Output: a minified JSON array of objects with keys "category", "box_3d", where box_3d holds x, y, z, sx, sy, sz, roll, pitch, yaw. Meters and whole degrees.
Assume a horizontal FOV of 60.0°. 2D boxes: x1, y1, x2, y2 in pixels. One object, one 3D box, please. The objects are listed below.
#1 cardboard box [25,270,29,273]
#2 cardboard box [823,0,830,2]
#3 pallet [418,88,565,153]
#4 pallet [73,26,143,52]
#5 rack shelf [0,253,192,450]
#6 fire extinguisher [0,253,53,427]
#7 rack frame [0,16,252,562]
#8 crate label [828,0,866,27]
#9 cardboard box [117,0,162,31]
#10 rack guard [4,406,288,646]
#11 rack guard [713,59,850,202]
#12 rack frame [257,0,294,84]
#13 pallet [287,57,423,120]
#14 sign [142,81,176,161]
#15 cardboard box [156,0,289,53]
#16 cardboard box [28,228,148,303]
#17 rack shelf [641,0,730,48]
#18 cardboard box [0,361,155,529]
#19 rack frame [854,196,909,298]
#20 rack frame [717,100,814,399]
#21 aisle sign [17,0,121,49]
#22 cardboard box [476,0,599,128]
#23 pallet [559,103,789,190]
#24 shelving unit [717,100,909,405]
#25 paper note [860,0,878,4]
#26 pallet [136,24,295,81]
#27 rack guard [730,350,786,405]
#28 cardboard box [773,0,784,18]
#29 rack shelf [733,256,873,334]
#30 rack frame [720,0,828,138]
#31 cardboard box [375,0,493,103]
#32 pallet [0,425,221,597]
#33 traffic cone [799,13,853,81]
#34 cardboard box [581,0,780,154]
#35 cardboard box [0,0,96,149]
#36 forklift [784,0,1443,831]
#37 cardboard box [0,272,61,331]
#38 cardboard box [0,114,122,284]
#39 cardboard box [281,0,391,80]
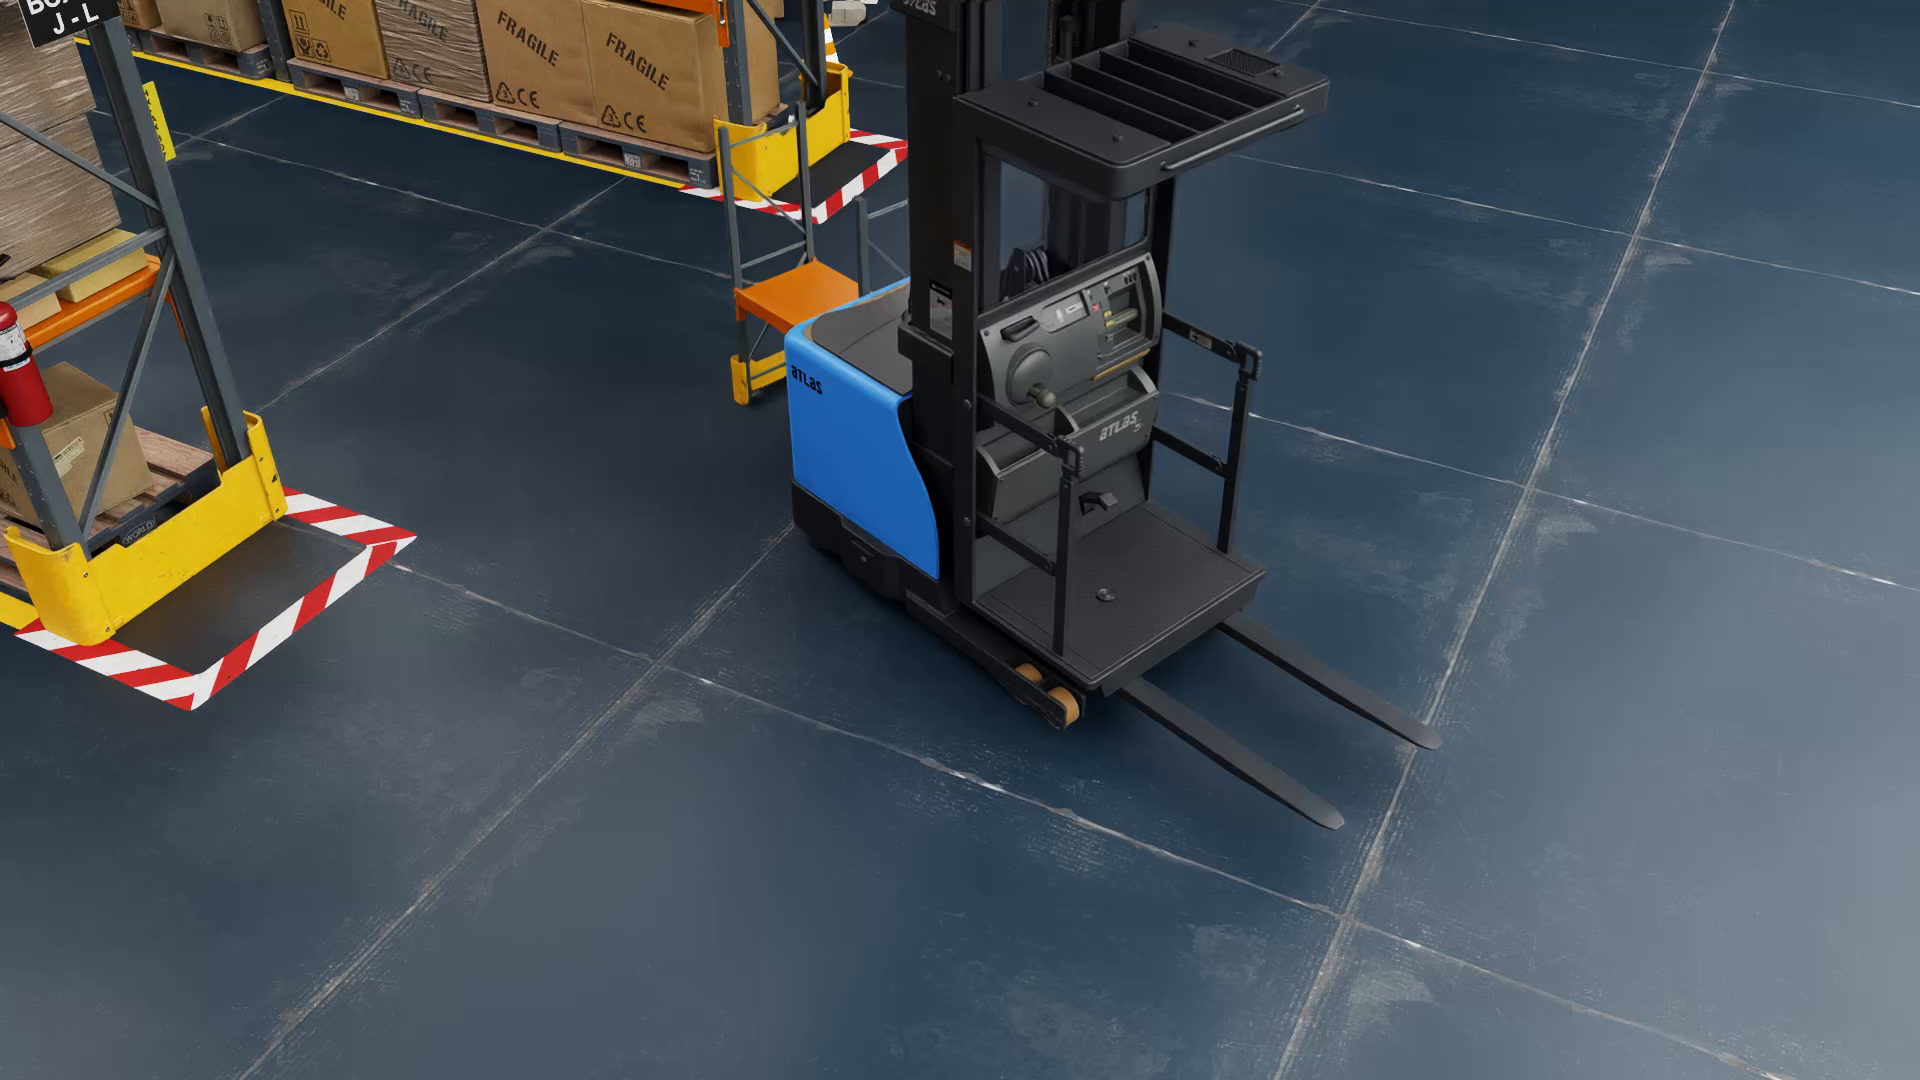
[{"category":"cardboard box","box_3d":[-3.897,-1.252,7.126,0.250,0.149,0.380,17,41,21]},{"category":"cardboard box","box_3d":[-1.075,-4.530,13.594,0.380,0.149,0.250,-21,42,-25]},{"category":"pallet","box_3d":[-2.995,-3.109,11.672,1.213,0.211,1.003,17,41,21]},{"category":"pallet","box_3d":[-6.529,-4.214,13.127,1.213,0.211,1.003,17,41,21]},{"category":"rack shelf","box_3d":[-5.316,-1.335,7.622,4.000,0.370,1.077,17,41,21]},{"category":"fire extinguisher","box_3d":[-3.650,-0.755,6.328,0.183,0.674,0.296,17,41,21]},{"category":"rack frame","box_3d":[-3.540,-1.065,6.672,0.127,3.000,1.000,17,41,21]},{"category":"crate label","box_3d":[-0.893,-4.167,13.126,0.298,0.136,0.250,-2,37,-2]},{"category":"cardboard box","box_3d":[-6.169,-4.478,12.681,0.750,0.750,1.050,17,41,21]},{"category":"rack guard","box_3d":[-3.608,-0.090,7.456,0.348,0.500,1.175,17,41,21]},{"category":"rack guard","box_3d":[-1.148,-2.698,10.890,0.348,0.500,1.175,17,41,21]},{"category":"rack frame","box_3d":[-4.721,-4.812,11.608,0.127,3.000,1.000,17,41,21]},{"category":"pallet","box_3d":[-4.082,-3.448,12.118,1.213,0.211,1.003,17,41,21]},{"category":"sign","box_3d":[-3.291,-1.701,6.794,0.005,0.325,0.100,17,41,21]},{"category":"cardboard box","box_3d":[-5.314,-4.208,12.325,0.750,0.750,1.050,17,40,21]},{"category":"cardboard box","box_3d":[-3.684,-1.172,7.021,0.250,0.149,0.380,17,41,21]},{"category":"rack shelf","box_3d":[-2.945,-3.969,11.093,4.000,0.370,1.077,17,41,21]},{"category":"cardboard box","box_3d":[-4.087,-0.419,7.541,0.500,0.500,0.500,25,44,29]},{"category":"rack frame","box_3d":[-0.264,-0.982,7.803,0.500,1.500,0.032,-29,46,-32]},{"category":"rack frame","box_3d":[-0.947,-1.437,8.403,0.500,1.500,0.032,-29,46,-32]},{"category":"aisle sign","box_3d":[-3.347,-2.244,6.076,0.004,0.787,0.394,17,41,21]},{"category":"cardboard box","box_3d":[-2.584,-3.417,11.181,0.875,0.875,0.875,17,40,21]},{"category":"pallet","box_3d":[-1.915,-2.769,11.224,1.213,0.211,1.003,17,41,21]},{"category":"shelving unit","box_3d":[-0.612,-1.213,8.108,0.587,1.500,1.083,-29,46,-32]},{"category":"paper note","box_3d":[-0.737,-4.397,13.517,0.142,0.019,0.148,4,37,6]},{"category":"pallet","box_3d":[-5.441,-3.875,12.681,1.213,0.211,1.003,17,41,21]},{"category":"rack guard","box_3d":[-0.947,-0.939,8.780,0.587,0.250,0.087,-29,46,-32]},{"category":"cardboard box","box_3d":[-1.707,-4.520,13.289,0.637,0.503,0.797,-8,38,-10]},{"category":"rack shelf","box_3d":[-0.606,-1.066,8.212,0.538,0.185,1.000,-29,46,-32]},{"category":"rack frame","box_3d":[-1.169,-3.700,10.143,0.127,3.000,1.000,17,41,21]},{"category":"cardboard box","box_3d":[-3.393,-3.672,11.517,0.875,0.875,0.875,18,41,22]},{"category":"pallet","box_3d":[-4.313,-0.220,7.866,1.213,0.211,1.003,17,41,21]},{"category":"traffic cone","box_3d":[-0.988,-3.599,12.109,0.334,0.463,0.336,17,41,21]},{"category":"cardboard box","box_3d":[-1.802,-3.174,10.860,0.875,0.875,0.875,18,41,22]},{"category":"cardboard box","box_3d":[-3.903,-1.921,6.644,0.500,0.500,0.500,17,41,21]},{"category":"forklift","box_3d":[0.584,-0.755,6.321,1.130,2.935,3.031,-29,46,-32]},{"category":"cardboard box","box_3d":[-3.888,-0.933,6.706,0.250,0.149,0.380,17,41,21]},{"category":"cardboard box","box_3d":[-4.016,-1.391,6.773,0.500,0.500,0.875,17,41,21]},{"category":"cardboard box","box_3d":[-4.195,-3.921,11.844,0.875,0.875,0.875,18,41,22]}]
